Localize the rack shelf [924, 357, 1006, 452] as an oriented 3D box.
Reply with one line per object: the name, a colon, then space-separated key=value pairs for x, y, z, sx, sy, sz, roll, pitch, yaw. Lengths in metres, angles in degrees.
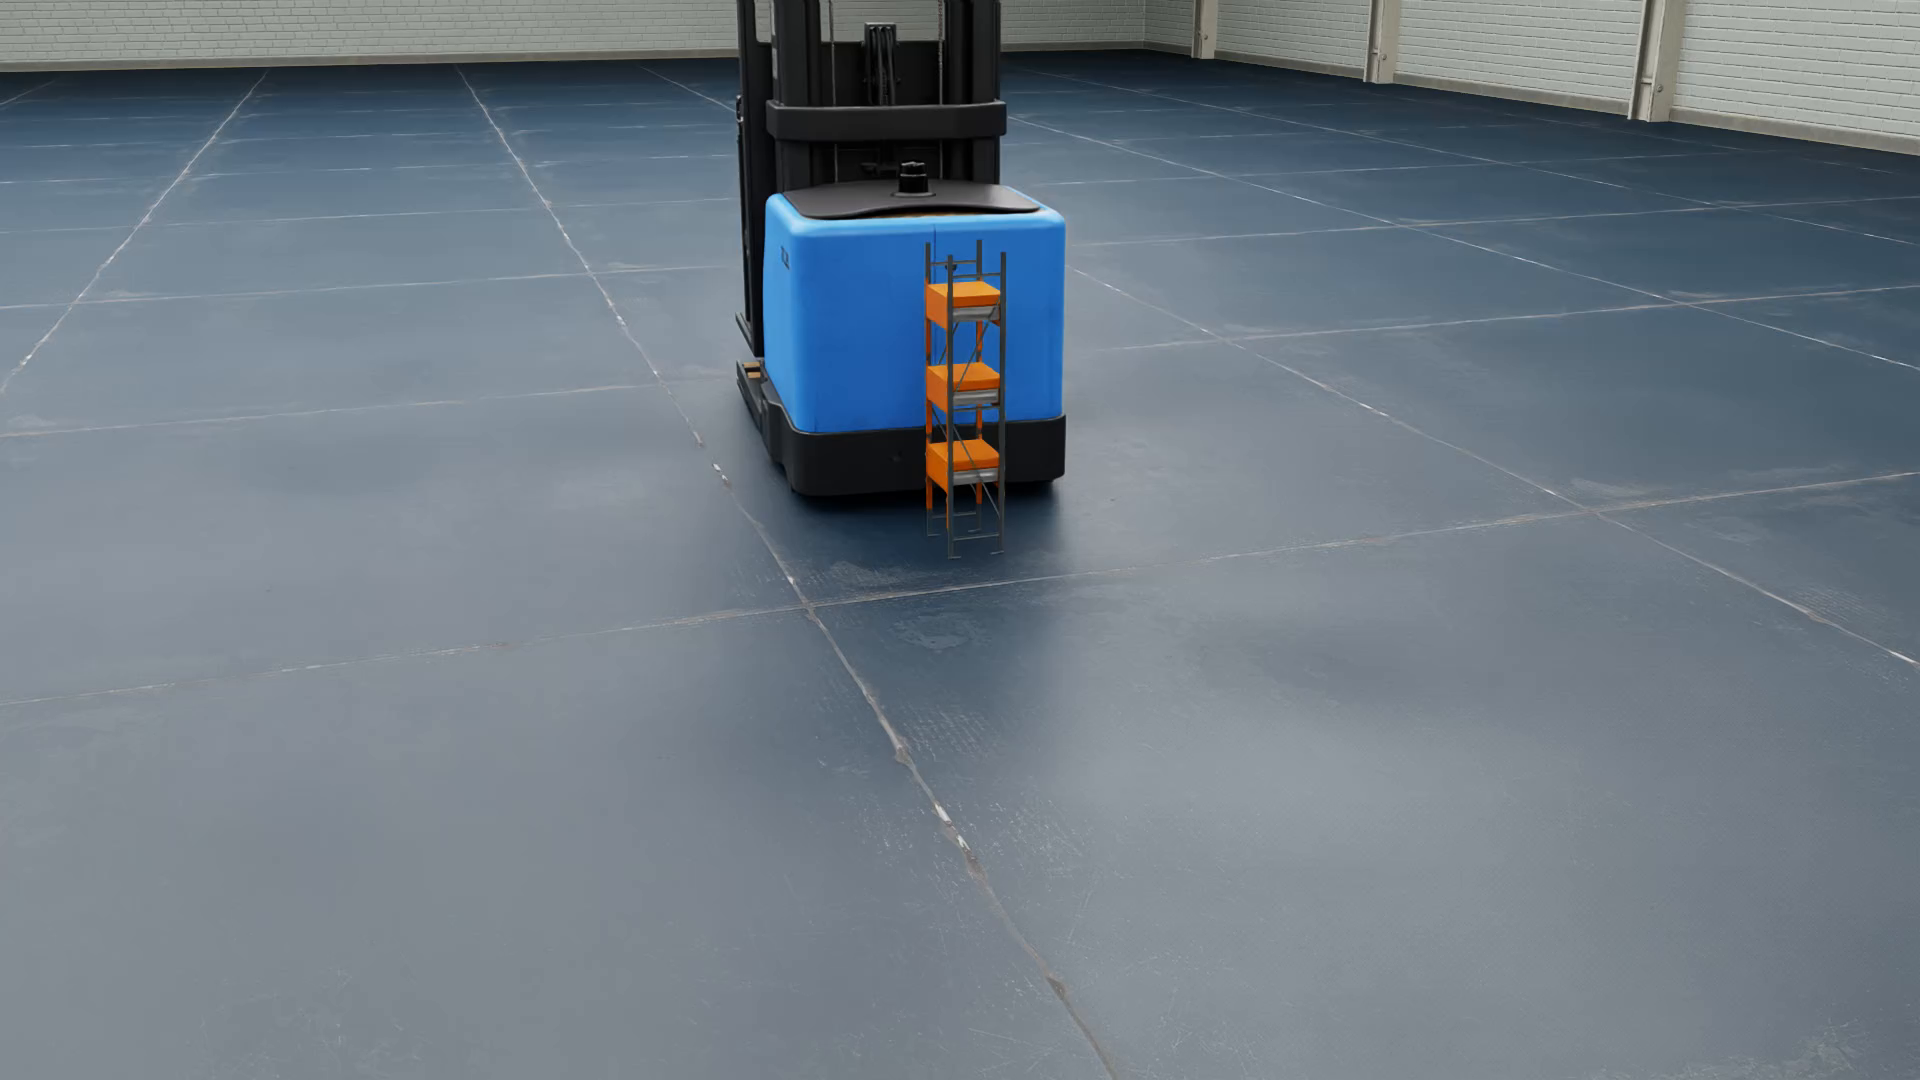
rack shelf: x=0.017 y=-0.467 z=5.695 sx=0.215 sy=0.259 sz=0.240 roll=-6 pitch=21 yaw=-17

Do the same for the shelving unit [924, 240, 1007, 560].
shelving unit: x=0.017 y=-0.477 z=5.691 sx=0.215 sy=1.050 sz=0.252 roll=-6 pitch=21 yaw=-17

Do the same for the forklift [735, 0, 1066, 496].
forklift: x=-0.427 y=-2.004 z=7.161 sx=1.130 sy=2.935 sz=3.031 roll=-4 pitch=20 yaw=-12

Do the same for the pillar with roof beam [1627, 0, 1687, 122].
pillar with roof beam: x=4.173 y=-8.815 z=17.148 sx=9.100 sy=9.000 sz=0.400 roll=-6 pitch=21 yaw=-17

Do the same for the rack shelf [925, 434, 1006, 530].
rack shelf: x=0.017 y=-0.205 z=5.789 sx=0.215 sy=0.259 sz=0.240 roll=-6 pitch=21 yaw=-17

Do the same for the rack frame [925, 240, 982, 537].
rack frame: x=-0.022 y=-0.516 z=5.800 sx=0.200 sy=1.050 sz=0.008 roll=-6 pitch=21 yaw=-17

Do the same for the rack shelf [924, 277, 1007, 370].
rack shelf: x=0.017 y=-0.734 z=5.599 sx=0.215 sy=0.259 sz=0.240 roll=-6 pitch=21 yaw=-17

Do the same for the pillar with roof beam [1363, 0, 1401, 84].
pillar with roof beam: x=2.287 y=-10.741 z=22.508 sx=9.100 sy=9.000 sz=0.400 roll=-6 pitch=21 yaw=-17

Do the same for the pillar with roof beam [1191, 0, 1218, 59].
pillar with roof beam: x=0.402 y=-12.666 z=27.869 sx=9.100 sy=9.000 sz=0.400 roll=-6 pitch=21 yaw=-17

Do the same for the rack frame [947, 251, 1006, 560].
rack frame: x=0.055 y=-0.438 z=5.582 sx=0.200 sy=1.050 sz=0.008 roll=-6 pitch=21 yaw=-17
